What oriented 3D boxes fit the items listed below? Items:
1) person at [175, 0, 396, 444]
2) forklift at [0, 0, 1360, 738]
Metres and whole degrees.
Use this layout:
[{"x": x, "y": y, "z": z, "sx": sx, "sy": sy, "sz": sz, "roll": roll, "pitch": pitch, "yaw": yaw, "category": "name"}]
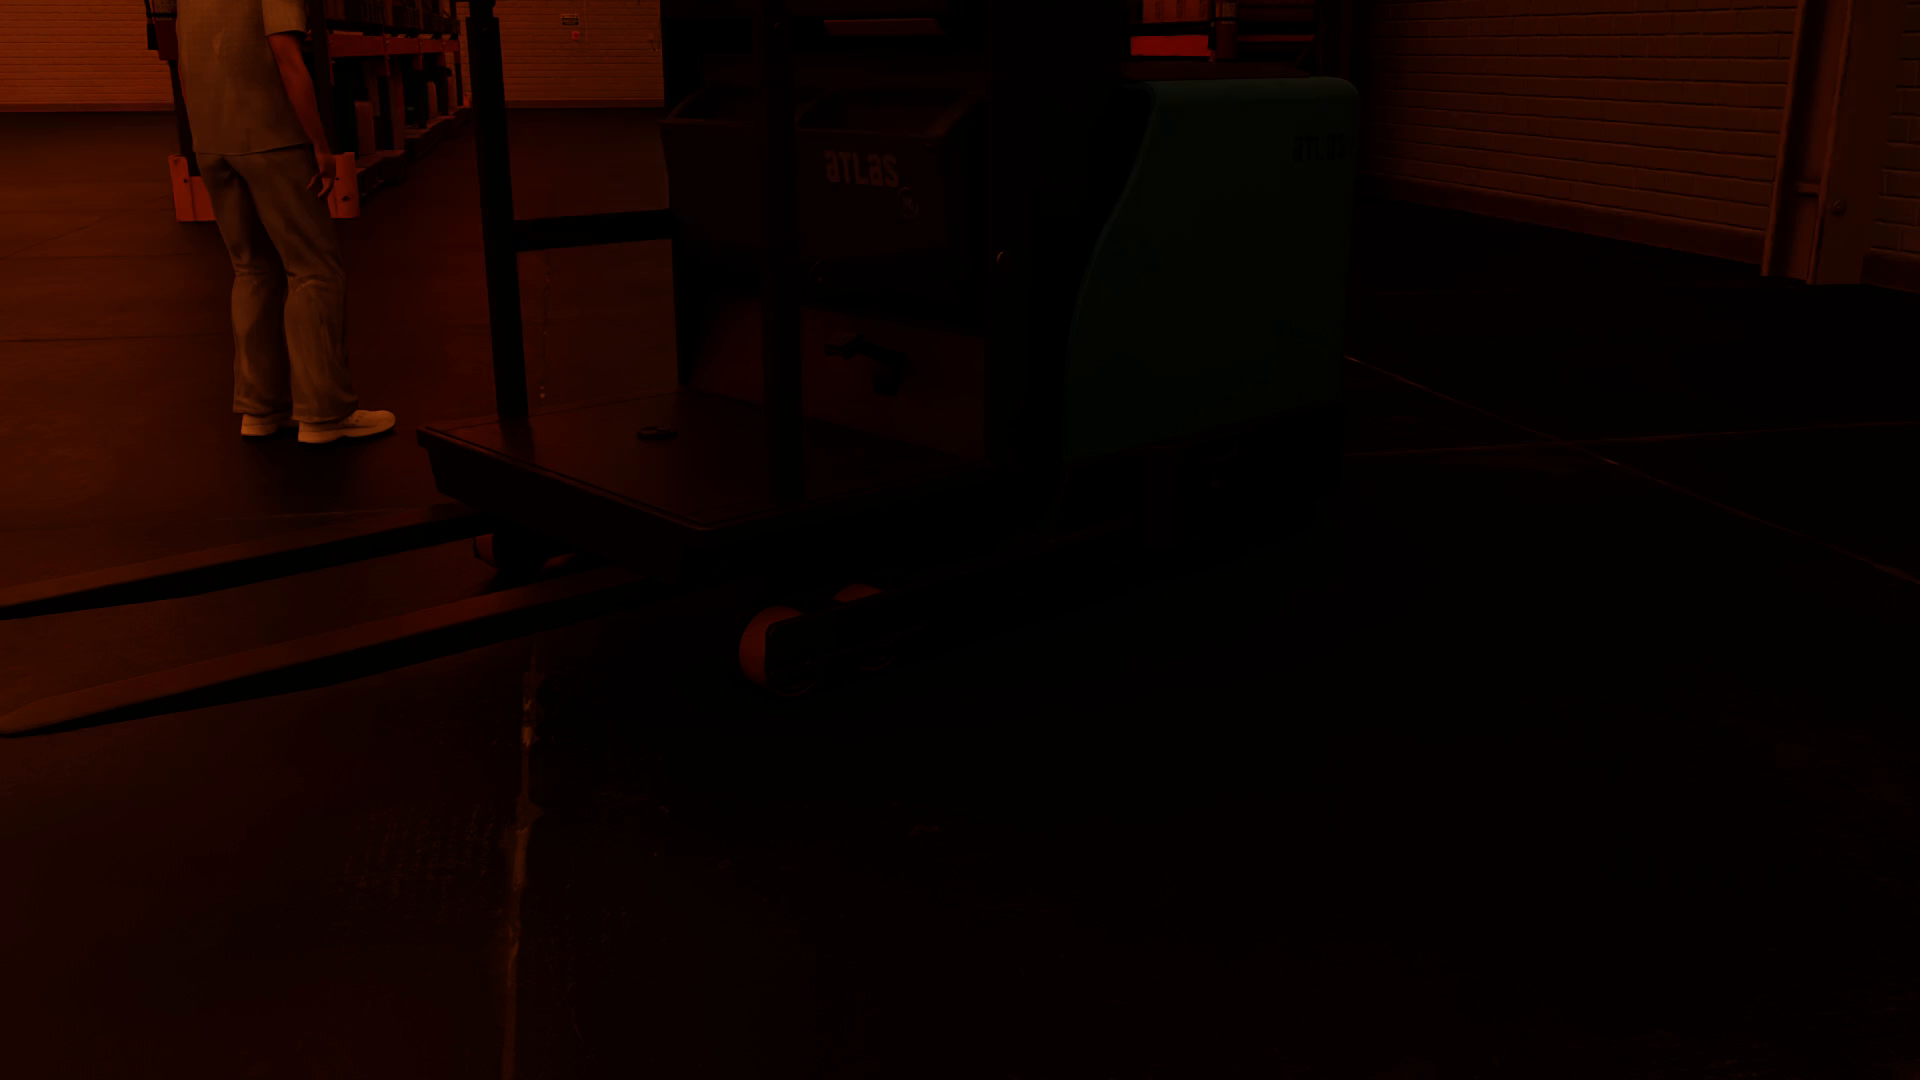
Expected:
[{"x": -2.036, "y": -1.128, "z": 4.881, "sx": 0.503, "sy": 1.671, "sz": 0.359, "roll": 8, "pitch": 18, "yaw": 24, "category": "person"}, {"x": -0.457, "y": -1.283, "z": 3.188, "sx": 3.031, "sy": 2.935, "sz": 1.130, "roll": -15, "pitch": 22, "yaw": -41, "category": "forklift"}]
